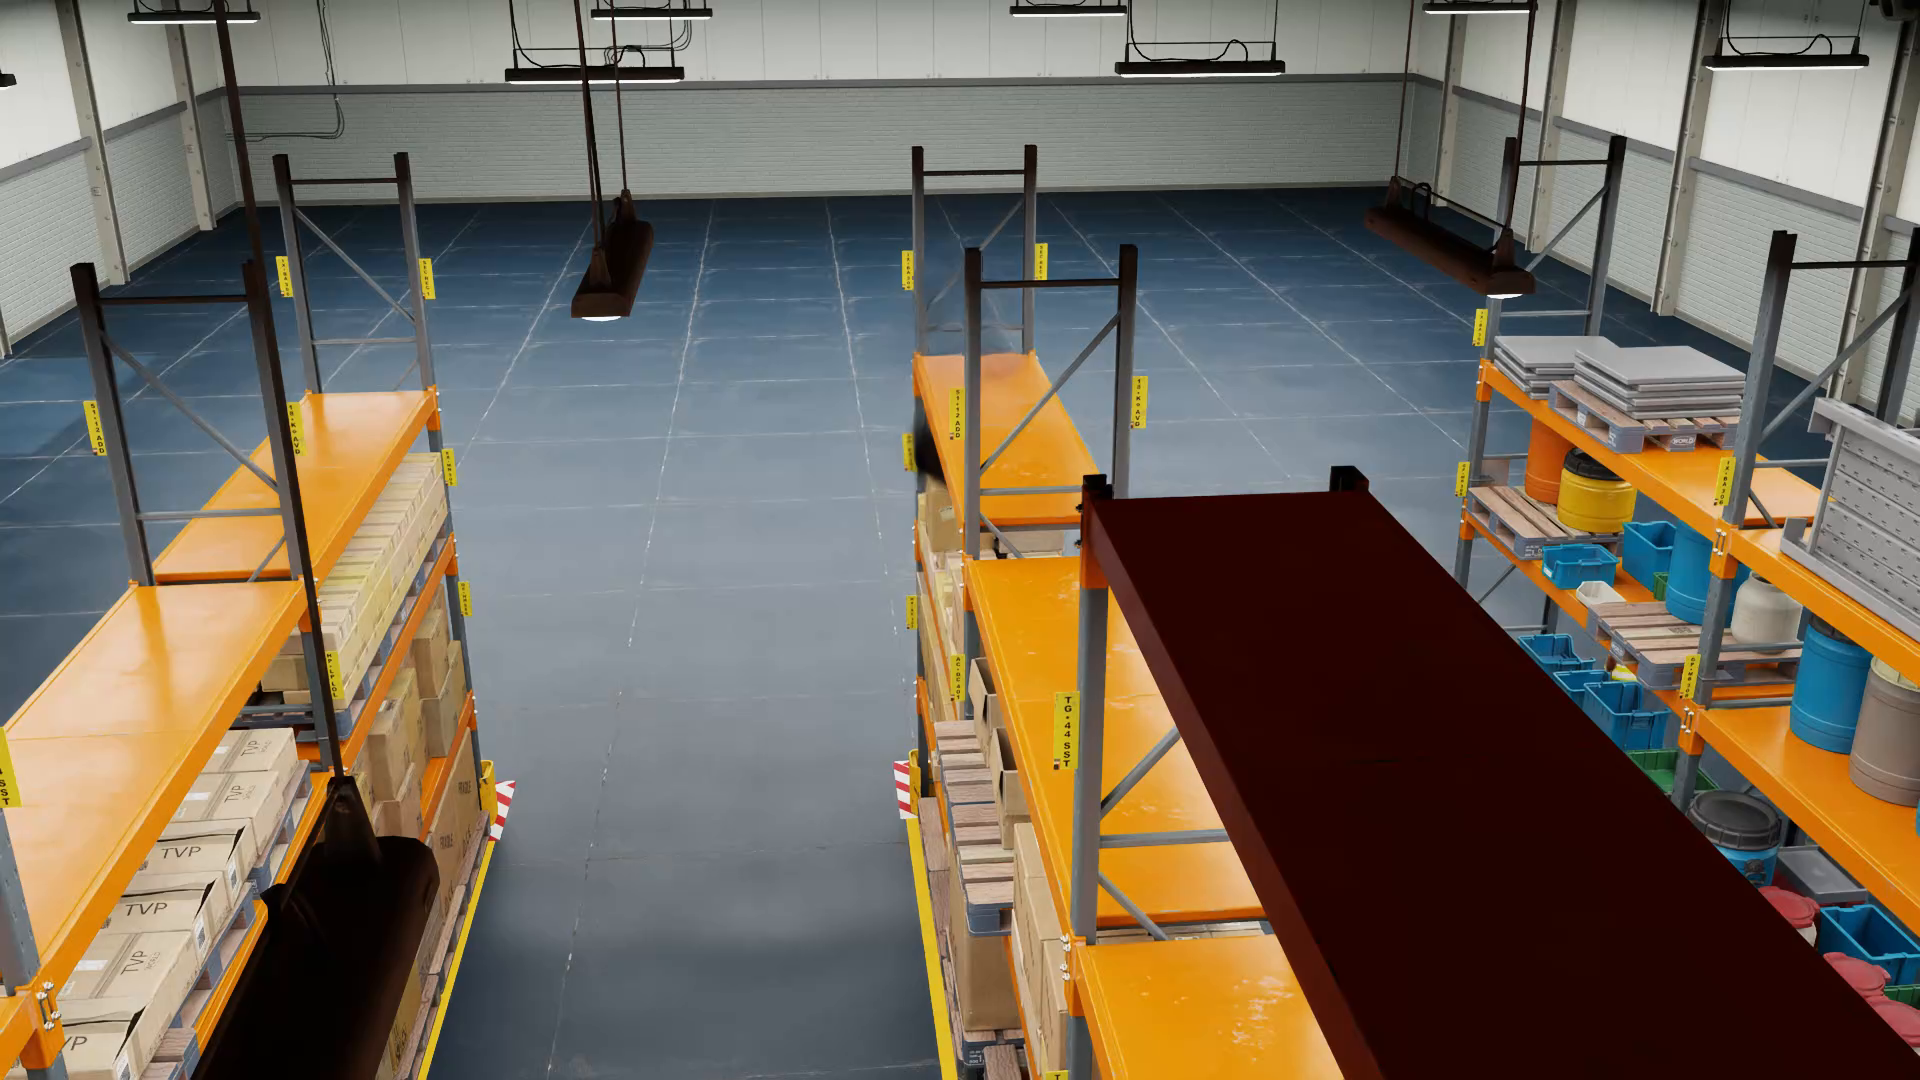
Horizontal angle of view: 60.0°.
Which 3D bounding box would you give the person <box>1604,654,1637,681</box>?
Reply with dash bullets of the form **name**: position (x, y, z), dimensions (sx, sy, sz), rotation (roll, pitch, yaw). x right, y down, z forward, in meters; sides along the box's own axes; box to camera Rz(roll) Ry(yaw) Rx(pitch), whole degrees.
- **person**: position (6.429, 1.304, 16.023), dimensions (0.740, 1.756, 0.757), rotation (-7, 23, -17)
